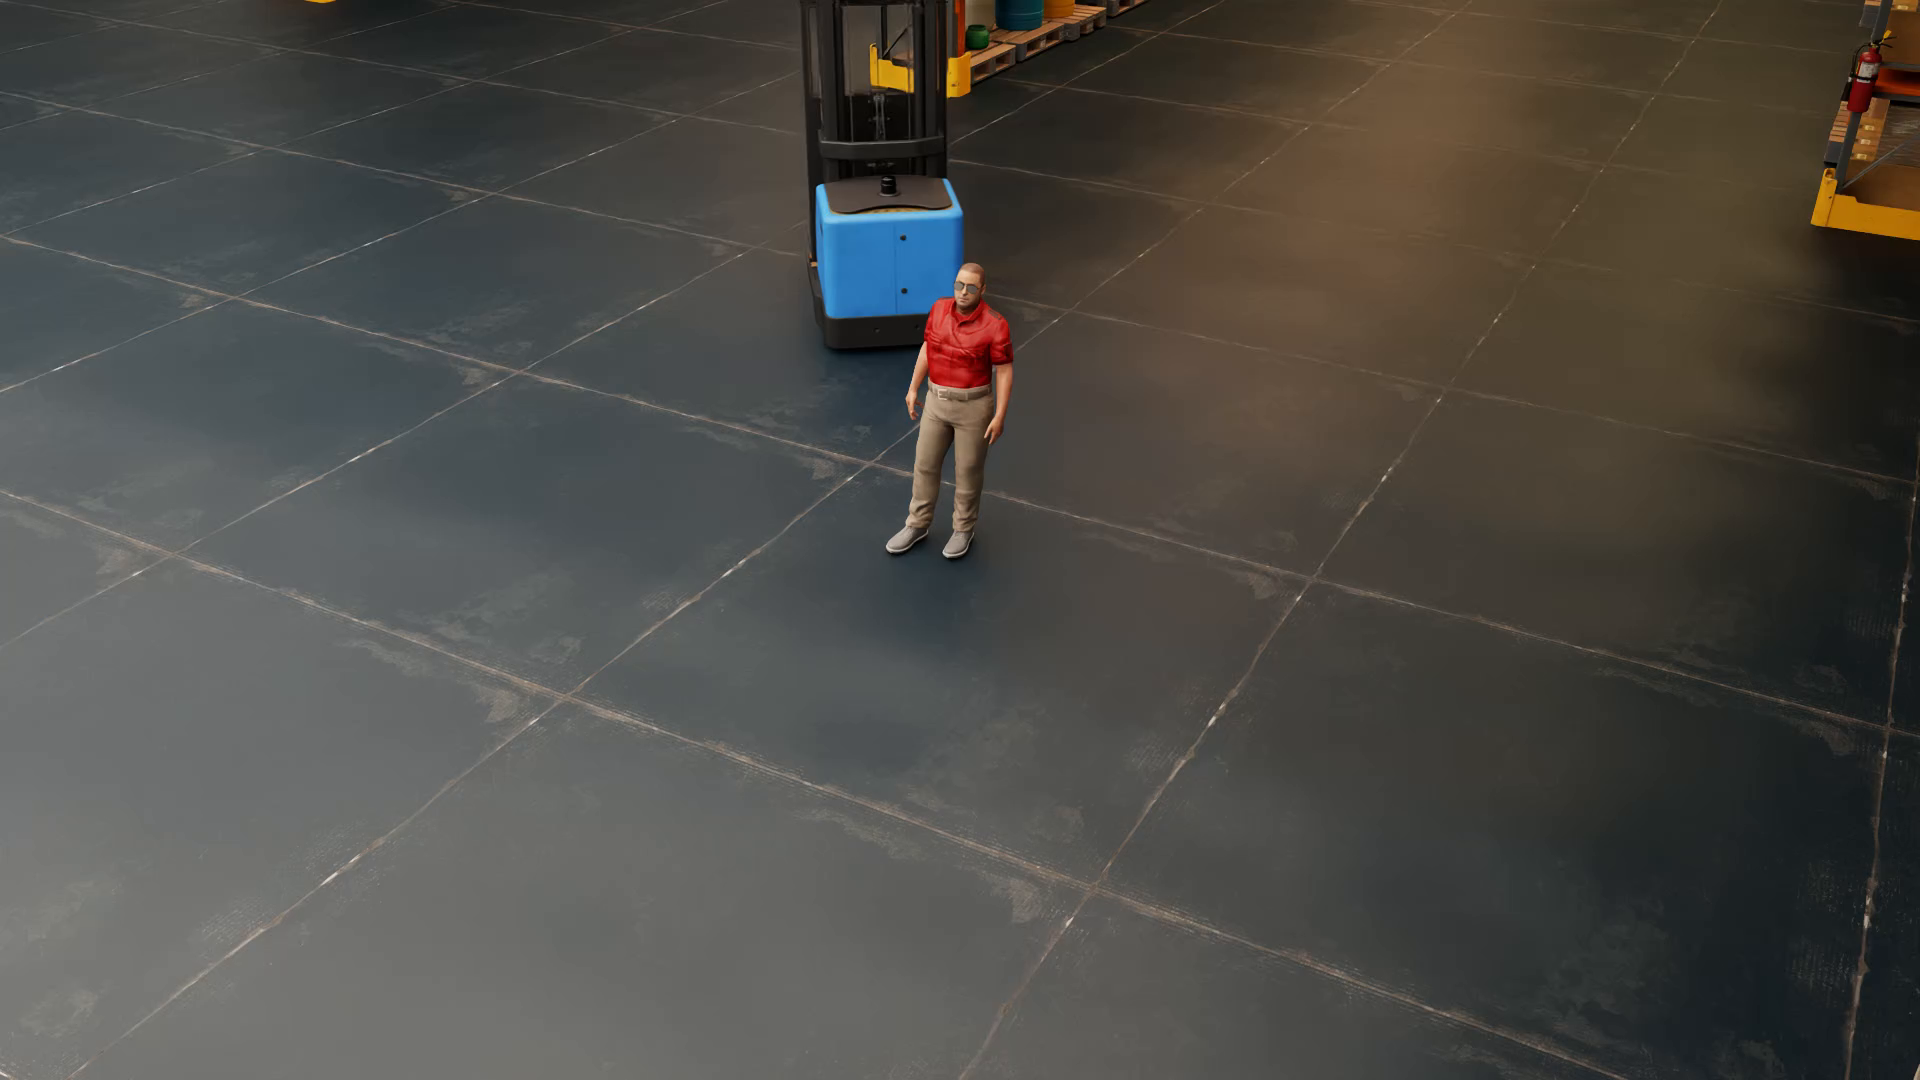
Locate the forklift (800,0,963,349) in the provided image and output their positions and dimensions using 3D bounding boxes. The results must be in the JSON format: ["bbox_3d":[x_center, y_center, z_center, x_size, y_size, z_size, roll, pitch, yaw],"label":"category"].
[{"bbox_3d":[-0.680,-3.402,12.964,1.130,2.935,3.031,-4,30,-7],"label":"forklift"}]

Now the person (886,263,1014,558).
[{"bbox_3d":[-0.054,-0.719,9.503,0.641,1.728,0.550,15,33,25],"label":"person"}]
